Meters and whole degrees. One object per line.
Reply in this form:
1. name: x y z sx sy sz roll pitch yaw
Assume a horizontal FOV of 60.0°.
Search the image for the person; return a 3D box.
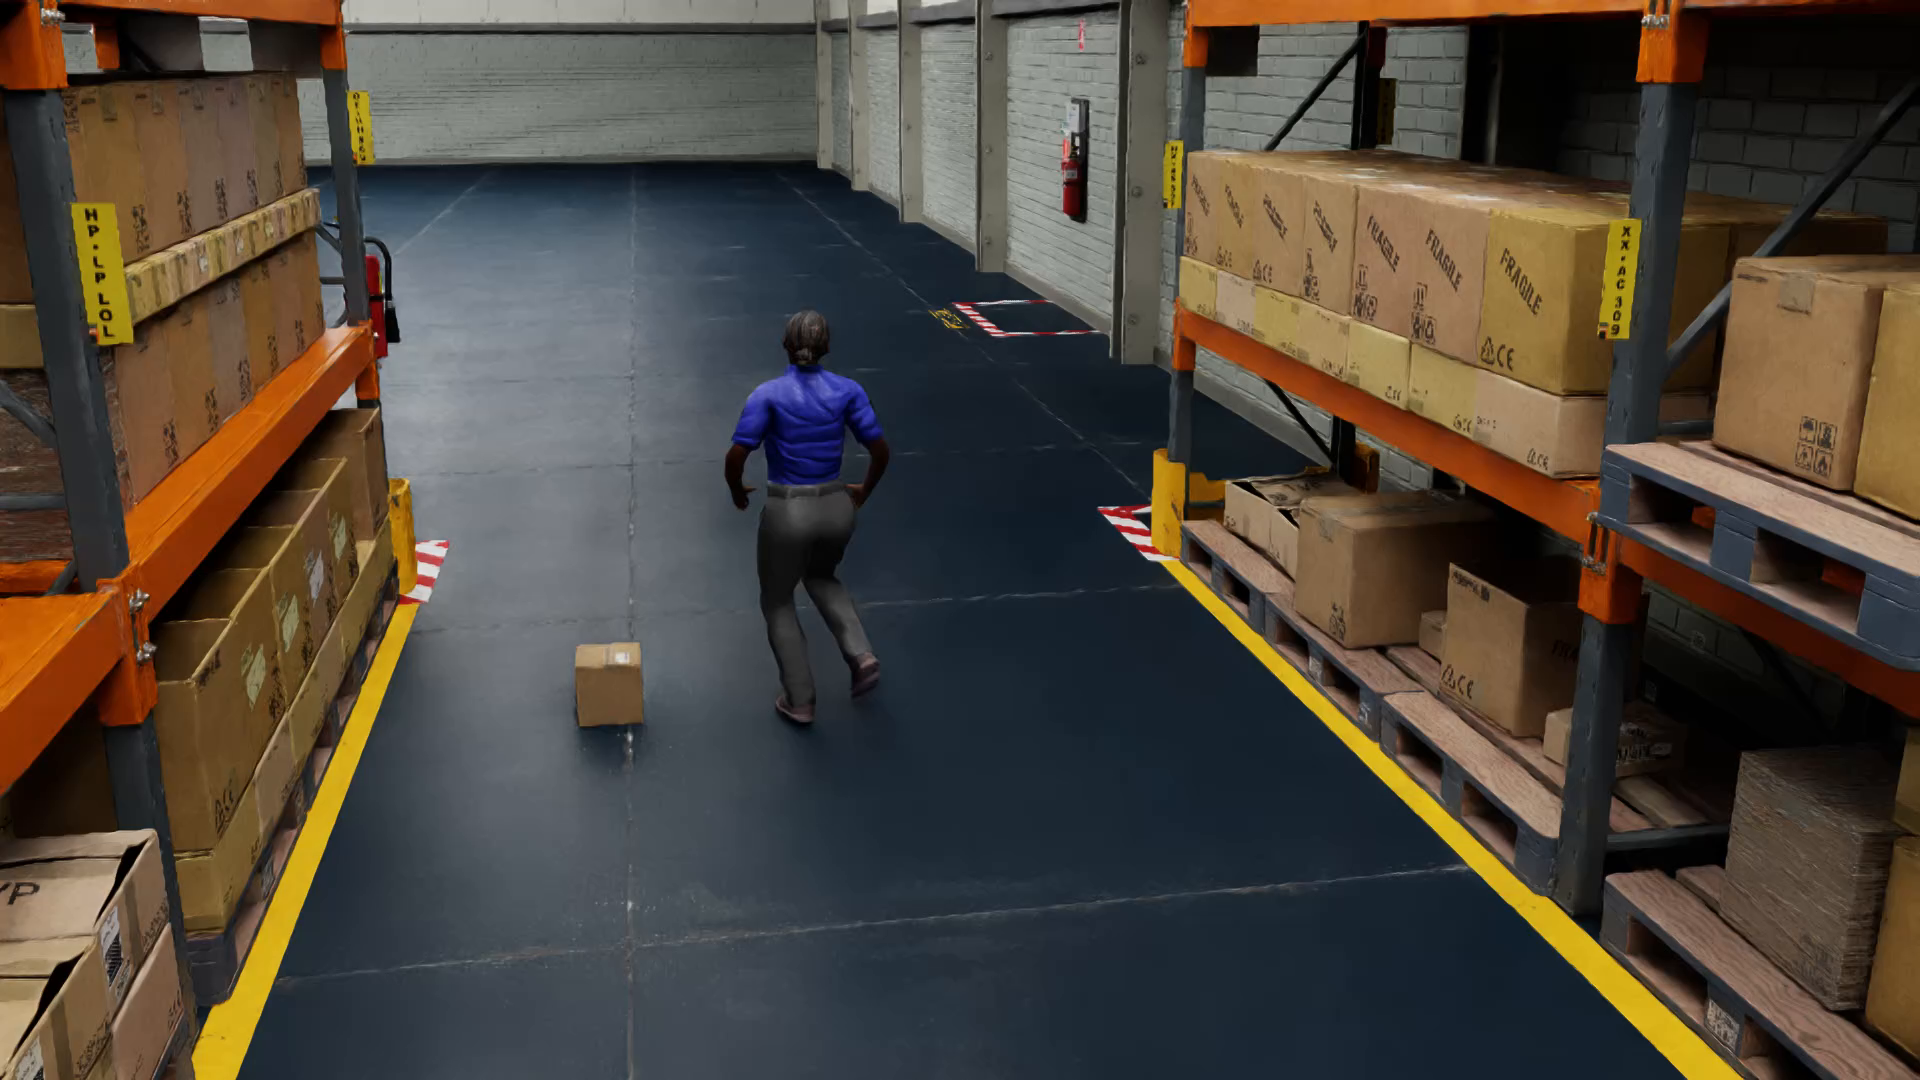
1. person: -0.628 -0.087 6.417 0.621 1.626 0.472 -10 19 -29
